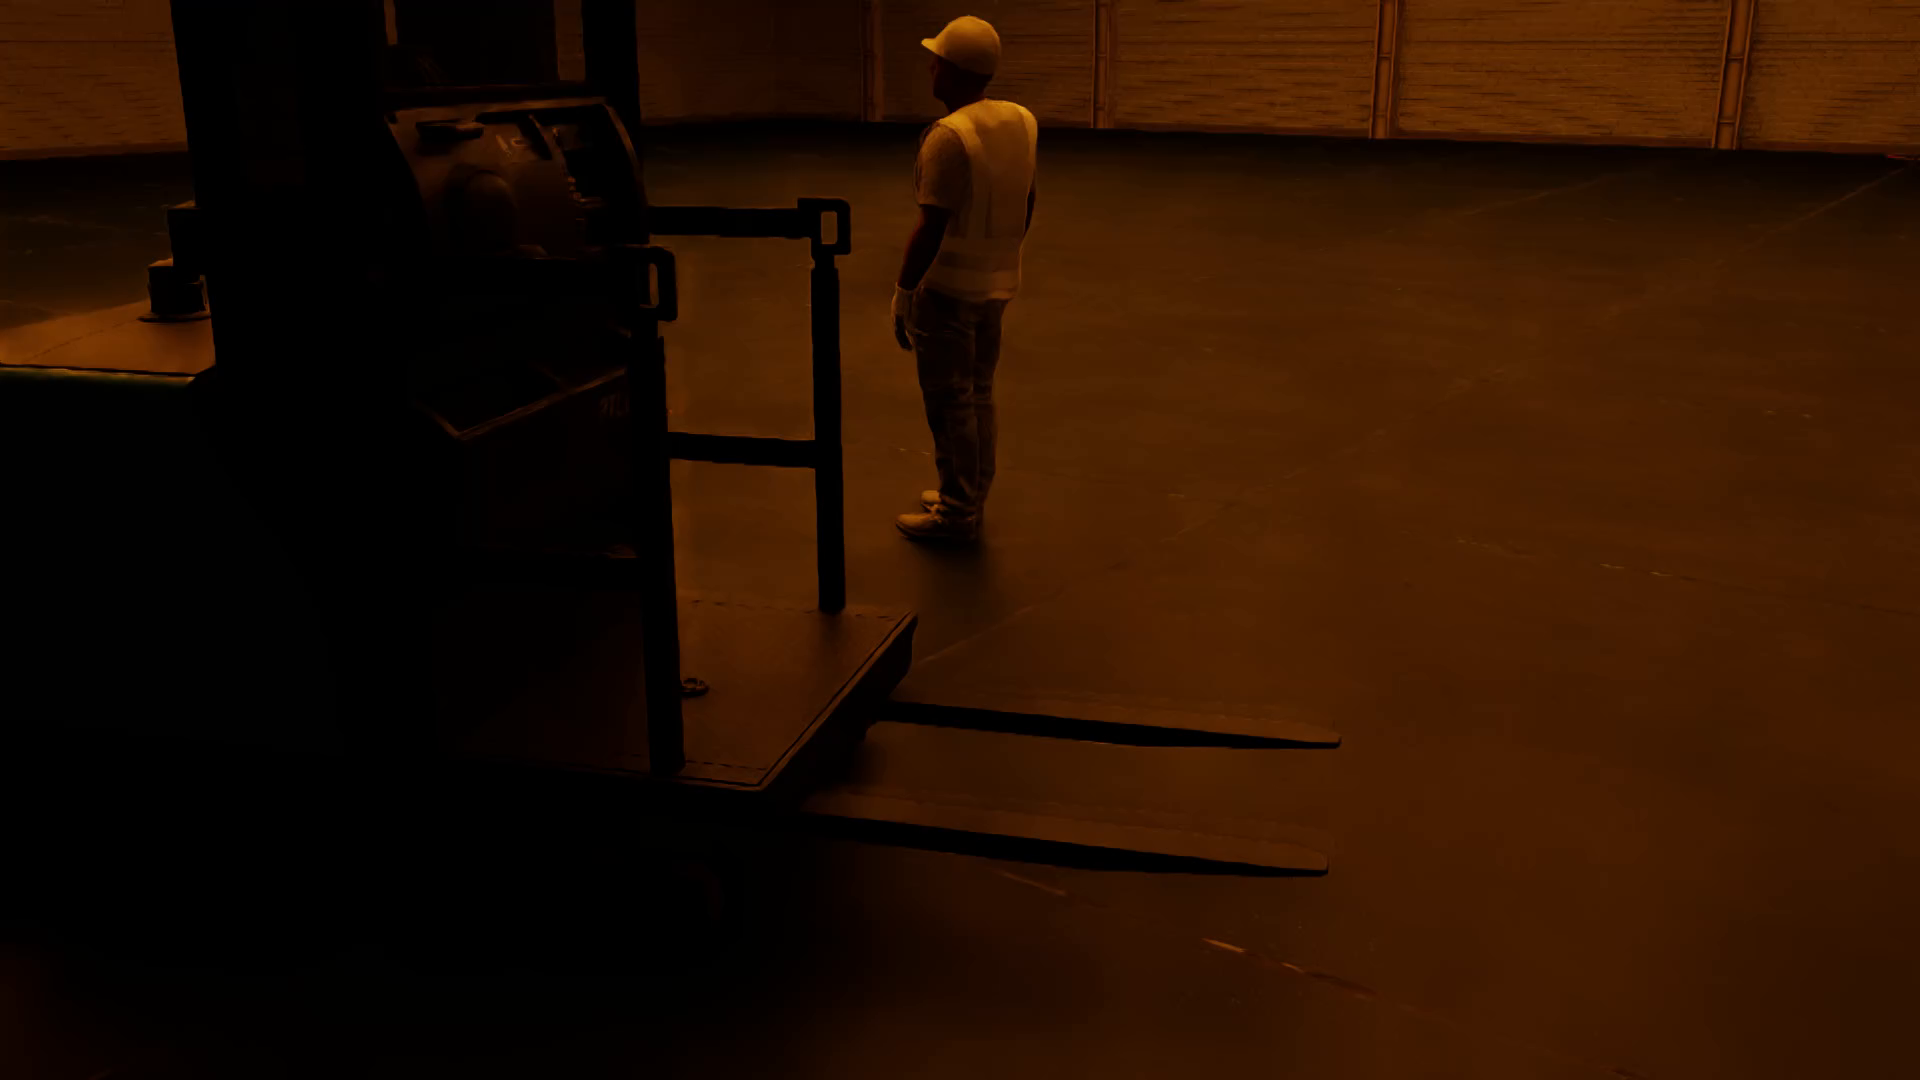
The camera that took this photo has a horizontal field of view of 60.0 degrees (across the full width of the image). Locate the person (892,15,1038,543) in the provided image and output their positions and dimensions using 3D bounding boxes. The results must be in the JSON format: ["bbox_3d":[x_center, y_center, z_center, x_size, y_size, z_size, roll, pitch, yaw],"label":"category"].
[{"bbox_3d":[-0.055,-0.874,5.737,0.576,1.782,0.655,11,20,33],"label":"person"}]

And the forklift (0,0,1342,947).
[{"bbox_3d":[-0.697,-0.773,3.416,3.031,2.935,1.130,4,17,14],"label":"forklift"}]
